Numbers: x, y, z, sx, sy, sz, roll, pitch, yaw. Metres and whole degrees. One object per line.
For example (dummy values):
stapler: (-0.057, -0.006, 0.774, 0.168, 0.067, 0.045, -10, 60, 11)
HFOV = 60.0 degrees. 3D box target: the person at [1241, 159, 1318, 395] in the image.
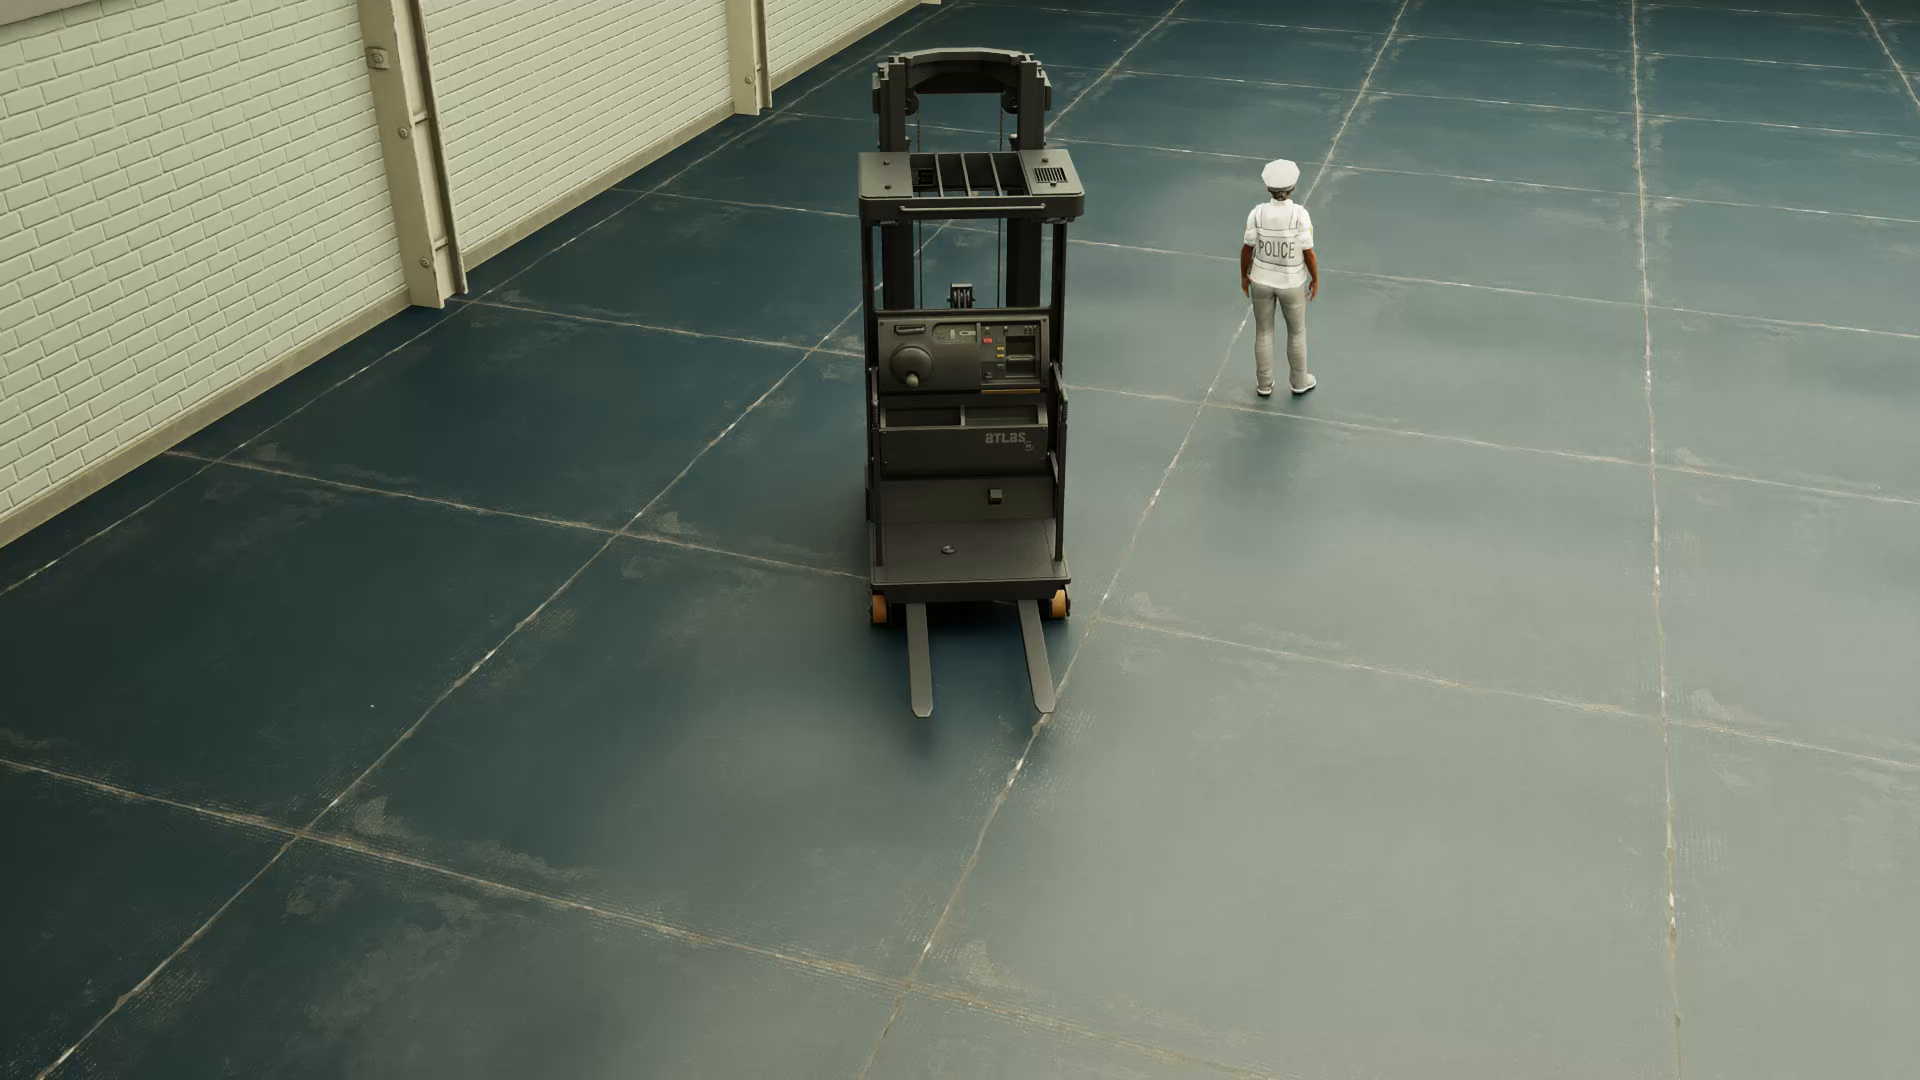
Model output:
person: (2.241, -1.821, 11.564, 0.570, 1.697, 0.528, 11, 32, 19)

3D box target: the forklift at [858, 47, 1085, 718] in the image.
forklift: (0.035, -0.972, 8.842, 1.130, 2.935, 3.031, -2, 30, -3)
